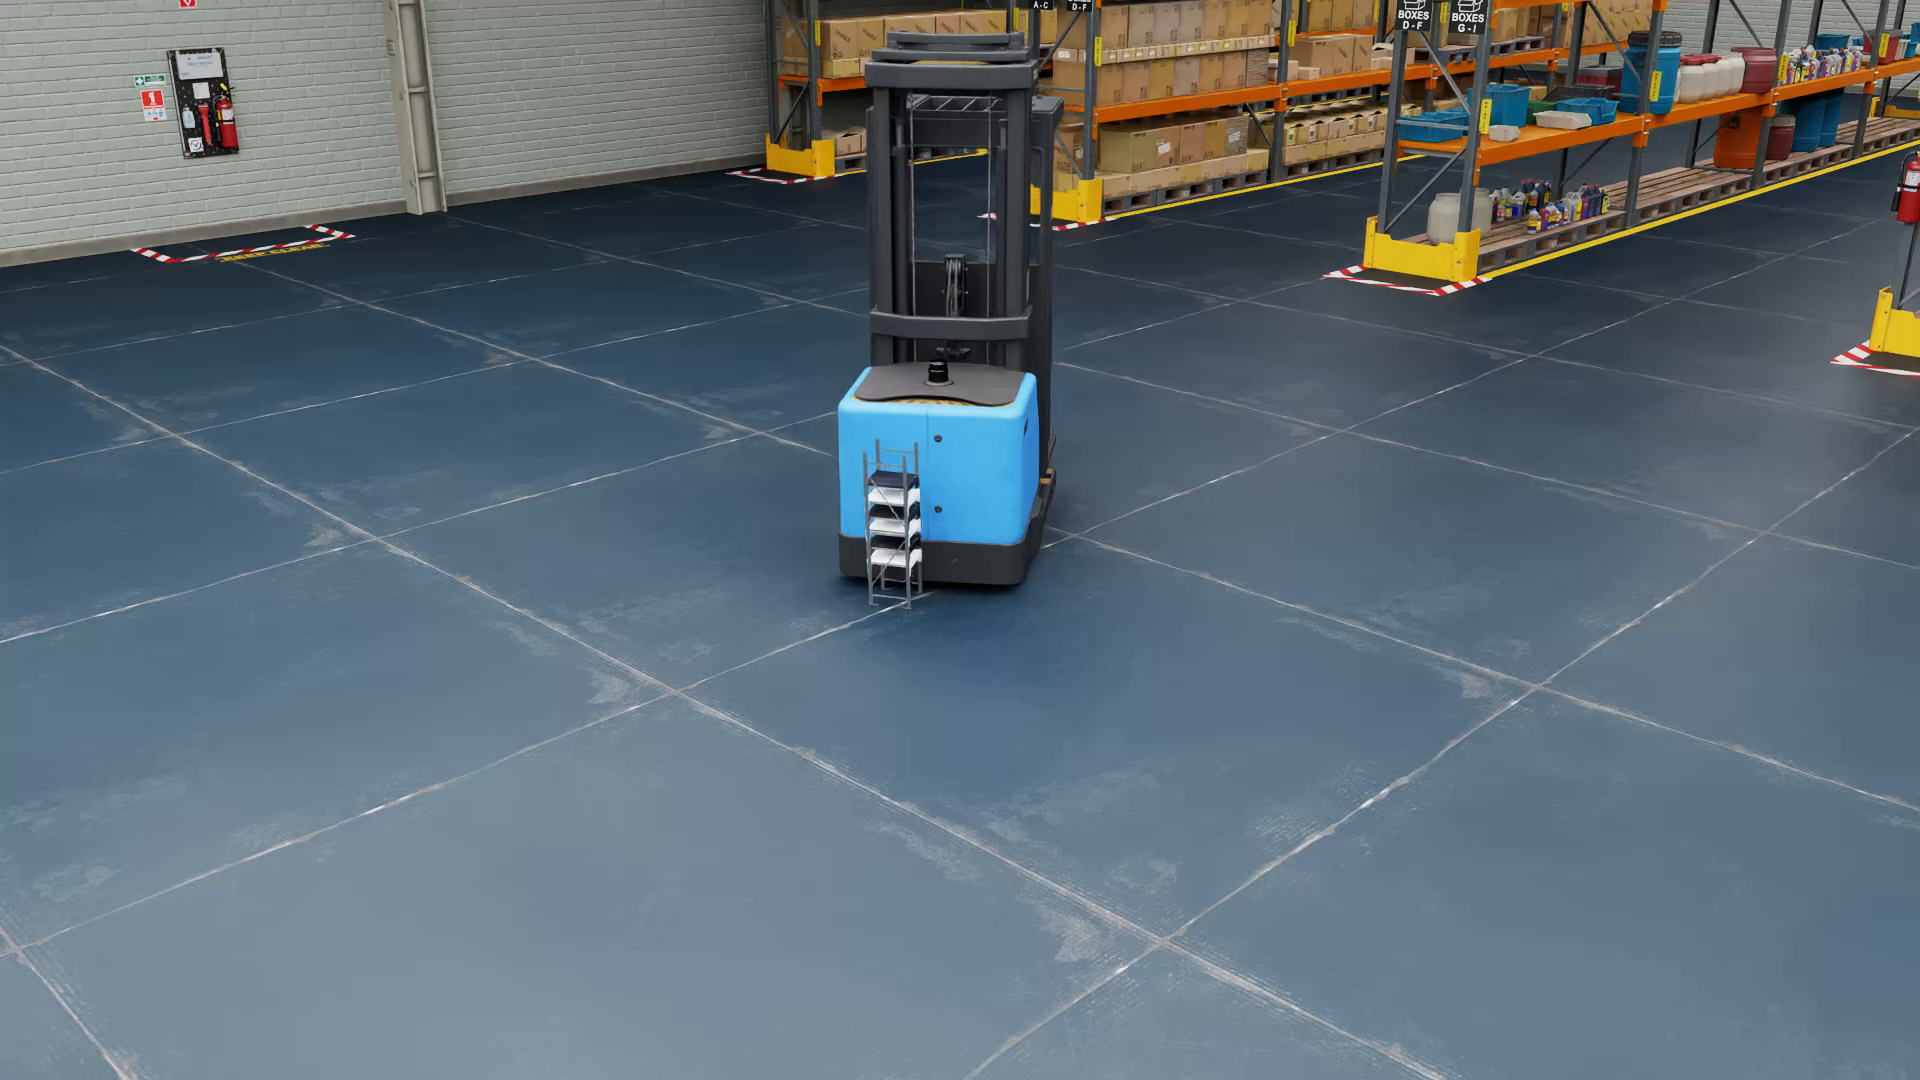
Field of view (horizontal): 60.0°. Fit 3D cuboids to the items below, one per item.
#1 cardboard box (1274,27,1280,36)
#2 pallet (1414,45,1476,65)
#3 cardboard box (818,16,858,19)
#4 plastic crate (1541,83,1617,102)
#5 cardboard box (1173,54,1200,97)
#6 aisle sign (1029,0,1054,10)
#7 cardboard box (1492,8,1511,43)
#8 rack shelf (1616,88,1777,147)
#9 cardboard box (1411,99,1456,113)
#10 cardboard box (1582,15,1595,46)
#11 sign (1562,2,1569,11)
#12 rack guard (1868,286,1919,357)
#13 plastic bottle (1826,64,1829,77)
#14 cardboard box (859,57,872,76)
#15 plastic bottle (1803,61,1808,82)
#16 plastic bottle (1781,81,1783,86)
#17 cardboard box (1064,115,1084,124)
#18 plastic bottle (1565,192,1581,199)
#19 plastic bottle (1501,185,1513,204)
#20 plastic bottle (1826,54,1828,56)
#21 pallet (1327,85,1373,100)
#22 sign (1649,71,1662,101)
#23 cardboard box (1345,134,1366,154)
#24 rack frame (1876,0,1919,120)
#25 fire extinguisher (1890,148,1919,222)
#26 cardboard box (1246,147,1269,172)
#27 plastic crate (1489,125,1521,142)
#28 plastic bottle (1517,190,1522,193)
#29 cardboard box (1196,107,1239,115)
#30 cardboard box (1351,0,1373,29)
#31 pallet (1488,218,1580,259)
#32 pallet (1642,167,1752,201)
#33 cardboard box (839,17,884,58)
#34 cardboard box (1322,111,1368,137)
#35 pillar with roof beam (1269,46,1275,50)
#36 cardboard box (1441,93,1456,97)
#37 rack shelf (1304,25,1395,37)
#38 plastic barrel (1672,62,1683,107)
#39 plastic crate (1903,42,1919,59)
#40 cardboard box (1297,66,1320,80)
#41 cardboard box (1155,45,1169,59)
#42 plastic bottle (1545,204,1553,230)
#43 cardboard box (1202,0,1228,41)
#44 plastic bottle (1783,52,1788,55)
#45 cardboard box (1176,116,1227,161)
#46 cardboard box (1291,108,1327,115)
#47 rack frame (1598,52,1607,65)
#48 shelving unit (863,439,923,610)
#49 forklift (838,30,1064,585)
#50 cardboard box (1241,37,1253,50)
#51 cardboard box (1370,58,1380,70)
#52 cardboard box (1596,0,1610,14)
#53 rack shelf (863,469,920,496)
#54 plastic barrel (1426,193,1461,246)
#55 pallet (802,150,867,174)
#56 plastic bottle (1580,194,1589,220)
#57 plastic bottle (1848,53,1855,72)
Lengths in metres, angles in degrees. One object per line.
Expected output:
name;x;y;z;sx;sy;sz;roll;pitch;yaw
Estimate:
cardboard box;5.633;-9.340;30.516;0.250;0.149;0.380;-19;28;-40
pallet;7.222;-7.567;25.848;1.213;0.211;1.003;19;28;41
cardboard box;-1.798;-7.238;23.860;0.500;0.500;0.500;-20;29;-41
plastic crate;7.100;-5.064;19.155;0.767;0.338;0.504;19;28;41
cardboard box;2.632;-5.970;21.287;0.500;0.500;0.700;-19;28;-40
aisle sign;0.963;-6.678;19.645;0.394;0.787;0.004;19;28;41
cardboard box;8.402;-8.266;26.674;0.700;0.500;0.500;12;24;27
rack shelf;8.951;-5.374;20.878;1.077;0.370;4.000;19;28;41
cardboard box;7.322;-6.549;25.802;0.500;0.500;0.500;-19;28;-40
cardboard box;10.496;-8.735;28.479;0.500;0.500;0.500;-20;28;-41
sign;9.990;-8.895;27.423;0.100;0.325;0.005;19;28;41
rack guard;8.367;-1.781;14.010;1.175;0.500;0.348;19;28;41
plastic bottle;12.170;-6.623;23.401;0.097;0.201;0.097;0;21;0
cardboard box;-1.413;-6.769;23.687;0.500;0.250;0.500;18;28;39
plastic bottle;11.557;-6.430;22.801;0.097;0.271;0.097;0;21;0
plastic bottle;10.980;-6.217;22.248;0.097;0.271;0.097;0;21;0
cardboard box;1.669;-7.174;27.428;0.700;0.500;0.500;20;28;41
plastic bottle;7.056;-3.873;19.154;0.152;0.276;0.135;19;28;41
plastic bottle;6.267;-3.903;19.127;0.144;0.351;0.185;19;28;40
plastic bottle;12.384;-6.813;23.798;0.097;0.271;0.097;0;21;0
pallet;7.476;-8.921;32.990;1.003;0.211;1.213;19;28;41
sign;7.942;-5.184;18.996;0.100;0.325;0.005;19;28;41
cardboard box;5.541;-5.786;24.194;0.500;0.250;0.500;-20;28;-41
rack frame;15.927;-8.280;27.437;1.000;3.000;0.127;19;28;41
fire extinguisher;7.904;-2.978;13.748;0.296;0.674;0.183;19;28;41
cardboard box;3.843;-5.175;22.605;0.500;0.250;0.500;19;28;41
plastic crate;5.620;-4.194;17.172;0.298;0.136;0.250;19;28;41
plastic bottle;6.488;-3.928;19.303;0.097;0.271;0.097;0;21;0
cardboard box;3.462;-5.658;22.816;0.500;0.500;0.500;19;28;41
cardboard box;7.442;-10.383;32.489;0.980;0.700;0.700;18;27;38
pallet;6.206;-3.417;18.670;1.003;0.211;1.213;19;28;41
pallet;9.778;-4.733;22.094;1.003;0.211;1.213;19;28;41
cardboard box;-1.432;-7.108;23.524;0.500;0.500;0.500;19;28;41
cardboard box;5.548;-6.050;24.100;0.500;0.311;0.500;-19;28;-41
pillar with roof beam;8.992;-11.851;28.364;9.100;9.000;0.400;19;28;41
cardboard box;7.645;-6.935;26.808;0.500;0.500;0.500;18;27;39
rack shelf;7.434;-9.910;32.679;1.077;0.370;4.000;19;28;41
plastic barrel;8.380;-5.450;19.884;0.433;0.535;0.433;0;21;0
plastic crate;14.678;-7.638;25.915;0.416;0.233;0.300;19;28;41
cardboard box;4.774;-6.496;23.144;0.380;0.149;0.250;19;28;41
cardboard box;2.366;-6.070;20.643;0.380;0.149;0.250;18;27;39
plastic bottle;6.493;-3.575;18.385;0.097;0.271;0.097;0;21;0
cardboard box;3.003;-6.714;21.414;0.700;0.500;0.500;19;28;41
plastic bottle;11.895;-6.932;24.103;0.152;0.276;0.135;19;28;41
cardboard box;3.139;-5.270;21.806;0.500;0.500;0.500;19;28;41
cardboard box;5.148;-6.178;24.432;0.500;0.311;0.500;19;28;40
rack frame;12.381;-9.521;30.665;1.000;3.000;0.127;19;28;41
shelving unit;-0.362;-0.083;9.021;0.258;0.900;0.210;6;25;15
forklift;0.034;-1.610;10.178;1.130;2.935;3.031;3;21;7
cardboard box;3.618;-6.531;21.843;0.380;0.149;0.250;18;28;39
cardboard box;5.951;-7.005;24.470;0.250;0.149;0.380;-18;27;-38
cardboard box;10.839;-9.322;28.613;0.500;0.500;0.500;18;28;39
rack shelf;-0.366;-0.299;8.924;0.258;0.077;0.200;6;25;15
plastic barrel;5.170;-3.390;17.597;0.421;0.512;0.421;0;21;0
pallet;-1.688;-5.565;24.259;1.003;0.211;1.213;19;28;41
plastic bottle;7.095;-3.794;18.937;0.133;0.283;0.061;-18;27;-39
plastic bottle;12.838;-6.918;24.065;0.152;0.276;0.135;19;28;41
